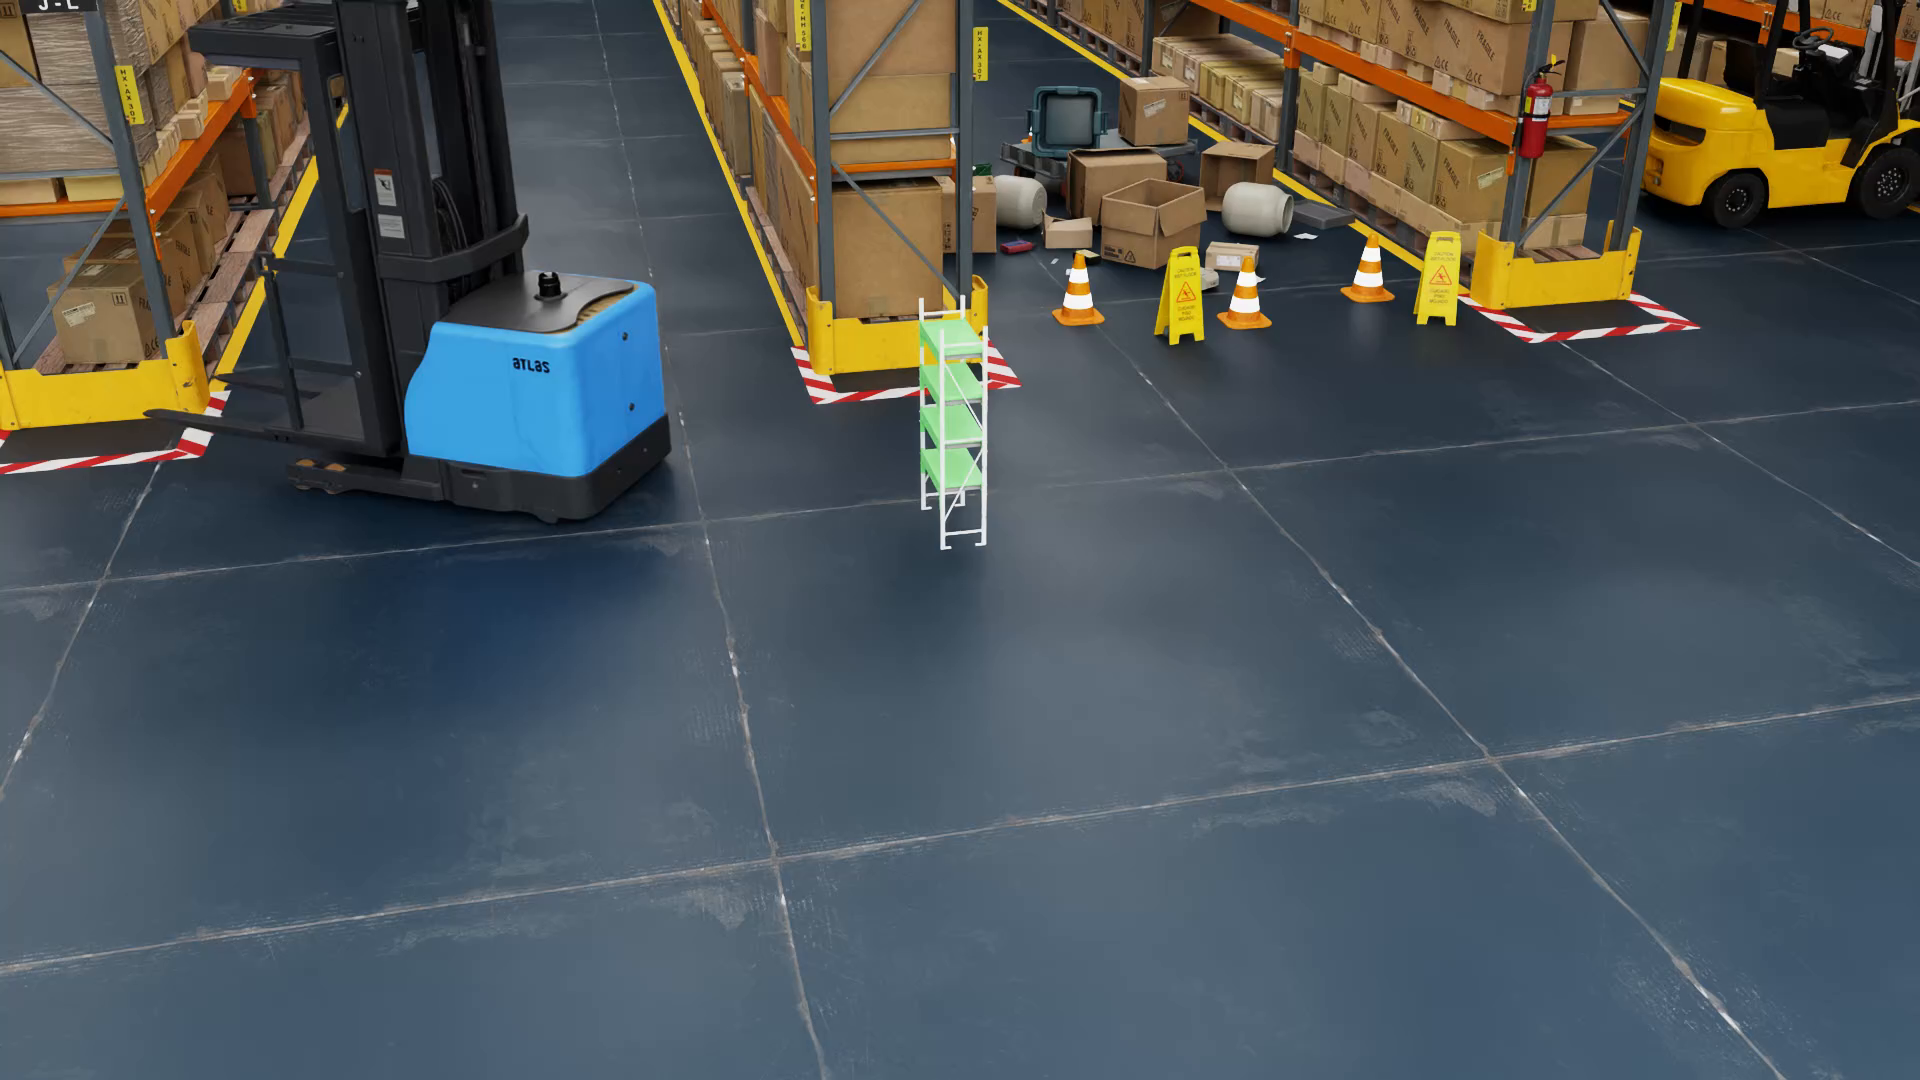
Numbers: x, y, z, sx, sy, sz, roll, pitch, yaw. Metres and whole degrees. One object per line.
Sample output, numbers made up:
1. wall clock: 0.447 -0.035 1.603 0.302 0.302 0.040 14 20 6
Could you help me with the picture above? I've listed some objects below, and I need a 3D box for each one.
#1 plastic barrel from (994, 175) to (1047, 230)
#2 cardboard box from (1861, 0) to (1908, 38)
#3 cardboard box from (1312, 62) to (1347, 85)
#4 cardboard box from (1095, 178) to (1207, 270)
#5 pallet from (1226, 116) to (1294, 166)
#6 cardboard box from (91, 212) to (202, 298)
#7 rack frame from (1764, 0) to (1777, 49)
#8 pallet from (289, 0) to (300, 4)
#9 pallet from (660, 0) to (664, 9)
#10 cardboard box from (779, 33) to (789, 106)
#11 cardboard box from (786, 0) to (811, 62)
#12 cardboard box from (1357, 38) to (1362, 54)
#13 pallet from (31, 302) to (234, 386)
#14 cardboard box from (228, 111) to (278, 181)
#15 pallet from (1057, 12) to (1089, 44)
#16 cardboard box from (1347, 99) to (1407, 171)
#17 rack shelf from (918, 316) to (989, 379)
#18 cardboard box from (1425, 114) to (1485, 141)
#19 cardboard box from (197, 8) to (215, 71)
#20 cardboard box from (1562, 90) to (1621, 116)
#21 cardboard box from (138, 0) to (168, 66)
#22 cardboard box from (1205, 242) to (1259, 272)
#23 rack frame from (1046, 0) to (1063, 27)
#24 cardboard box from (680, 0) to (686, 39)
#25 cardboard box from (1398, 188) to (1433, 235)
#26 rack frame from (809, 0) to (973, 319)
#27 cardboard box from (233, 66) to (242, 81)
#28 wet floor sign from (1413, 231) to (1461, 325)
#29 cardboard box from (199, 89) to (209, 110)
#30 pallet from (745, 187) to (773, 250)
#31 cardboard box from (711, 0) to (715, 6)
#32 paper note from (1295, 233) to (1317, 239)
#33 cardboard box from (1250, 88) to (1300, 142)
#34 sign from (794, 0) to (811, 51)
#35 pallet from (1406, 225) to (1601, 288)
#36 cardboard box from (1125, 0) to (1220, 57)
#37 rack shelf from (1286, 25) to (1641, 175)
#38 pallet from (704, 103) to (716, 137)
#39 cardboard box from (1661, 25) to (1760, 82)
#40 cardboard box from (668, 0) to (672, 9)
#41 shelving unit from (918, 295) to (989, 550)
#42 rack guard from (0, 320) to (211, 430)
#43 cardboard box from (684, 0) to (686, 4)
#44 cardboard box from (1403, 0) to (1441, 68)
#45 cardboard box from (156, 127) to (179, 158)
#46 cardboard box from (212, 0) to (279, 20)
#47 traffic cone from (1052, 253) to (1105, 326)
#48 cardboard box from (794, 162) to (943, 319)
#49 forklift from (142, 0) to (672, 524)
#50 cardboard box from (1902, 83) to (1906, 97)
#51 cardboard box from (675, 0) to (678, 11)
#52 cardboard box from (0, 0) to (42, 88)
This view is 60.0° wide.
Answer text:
1. plastic barrel: 0.431 -2.821 13.869 0.512 0.421 0.421 13 30 24
2. cardboard box: 8.410 -4.740 14.701 0.500 0.500 0.500 -6 27 -12
3. cardboard box: 3.320 -4.097 14.572 0.380 0.149 0.250 -6 27 -11
4. cardboard box: 1.520 -2.504 13.152 0.637 0.503 0.797 19 32 32
5. pallet: 3.304 -3.957 16.356 1.003 0.211 1.213 -6 27 -12
6. cardboard box: -5.688 -1.981 11.654 0.500 0.500 0.500 -3 27 -7
7. rack frame: 8.316 -5.366 16.052 1.000 3.000 0.127 -6 27 -12
8. pallet: -6.811 -5.222 15.981 1.213 0.211 1.003 -6 27 -12
9. pallet: -3.858 -7.943 24.252 1.003 0.211 1.213 -6 27 -12
10. cardboard box: -0.854 -3.509 12.206 0.875 0.550 0.500 -6 27 -12
11. cardboard box: -0.678 -3.505 11.001 0.875 0.550 0.550 -6 27 -12
12. cardboard box: 3.549 -4.132 13.887 0.380 0.149 0.250 -6 27 -12
13. pallet: -5.439 -1.247 10.986 1.003 0.211 1.213 -6 27 -12
14. cardboard box: -6.381 -3.418 14.478 0.700 0.500 0.500 -6 27 -12
15. pallet: 1.925 -6.796 21.981 1.003 0.211 1.213 -6 27 -12
16. cardboard box: 3.598 -3.407 13.924 0.500 0.500 0.500 -5 27 -9
17. rack shelf: -0.037 -0.980 8.436 0.258 0.148 0.480 -6 27 -12
18. cardboard box: 3.799 -3.168 12.731 0.380 0.149 0.250 -5 27 -10
19. cardboard box: -6.133 -3.828 12.563 0.875 0.500 0.500 -6 27 -12
20. cardboard box: 4.507 -3.162 11.965 0.380 0.149 0.250 -6 27 -11
21. cardboard box: -5.237 -3.211 10.232 0.500 0.500 0.500 -6 27 -12
22. cardboard box: 2.119 -2.202 12.947 0.380 0.149 0.250 8 28 15
23. rack frame: 1.678 -8.372 22.009 1.000 3.000 0.127 -6 27 -12
24. cardboard box: -3.214 -6.546 20.697 0.500 0.500 0.500 -5 27 -10
25. cardboard box: 3.829 -2.620 13.197 0.500 0.250 0.500 -6 27 -11
26. rack frame: -0.418 -2.557 10.488 1.000 3.000 0.127 -6 27 -12
27. cardboard box: -5.840 -3.677 12.985 0.380 0.149 0.250 -6 27 -12
28. wet floor sign: 3.382 -1.861 11.721 0.267 0.644 0.232 3 27 6
29. cardboard box: -5.606 -3.124 11.888 0.380 0.149 0.250 -6 27 -12
30. pallet: -1.224 -2.727 13.918 1.003 0.211 1.213 -6 27 -12
31. cardboard box: -2.152 -5.445 16.098 0.500 0.500 0.500 -6 27 -12
32. paper note: 2.846 -2.502 13.674 0.142 0.019 0.148 -16 31 -29
33. cardboard box: 3.360 -4.105 16.004 0.950 0.372 0.625 -6 27 -11
34. sign: -0.950 -3.131 10.076 0.100 0.325 0.005 -6 27 -12
35. pallet: 4.216 -2.253 12.980 1.003 0.211 1.213 -6 27 -12
36. cardboard box: 2.504 -6.167 19.531 0.875 0.875 0.875 -6 27 -12
37. rack shelf: 3.931 -3.661 13.473 1.077 0.370 4.000 -6 27 -12
38. pallet: -2.116 -4.471 17.373 1.003 0.211 1.213 -6 27 -12
39. cardboard box: 8.020 -5.063 17.621 0.875 0.625 0.625 -6 27 -12
40. cardboard box: -3.776 -7.332 22.645 0.380 0.149 0.250 -6 27 -12
41. shelving unit: -0.037 -0.608 8.624 0.258 1.200 0.503 -6 27 -12
42. rack guard: -5.290 -1.015 10.207 1.175 0.500 0.348 -6 27 -12
43. cardboard box: -3.091 -6.647 20.066 0.500 0.250 0.500 -5 27 -10
44. cardboard box: 3.774 -3.932 12.771 0.500 0.500 0.500 -6 27 -12
45. cardboard box: -5.310 -2.576 10.804 0.380 0.149 0.250 -6 27 -12
46. cardboard box: -6.217 -4.672 13.546 1.000 1.000 1.000 -6 27 -11
47. traffic cone: 0.846 -1.802 11.807 0.336 0.463 0.334 -6 27 -12
48. cardboard box: -0.635 -2.087 11.448 0.875 0.875 0.875 -6 27 -11
49. forklift: -3.242 -1.778 9.019 3.031 2.935 1.130 8 28 16
50. cardboard box: 8.459 -3.854 14.533 0.500 0.250 0.500 -7 28 -13
51. cardboard box: -3.503 -6.979 21.616 0.380 0.149 0.250 -5 27 -11
52. cardboard box: -5.638 -2.938 9.691 0.500 0.500 0.500 -6 27 -12
